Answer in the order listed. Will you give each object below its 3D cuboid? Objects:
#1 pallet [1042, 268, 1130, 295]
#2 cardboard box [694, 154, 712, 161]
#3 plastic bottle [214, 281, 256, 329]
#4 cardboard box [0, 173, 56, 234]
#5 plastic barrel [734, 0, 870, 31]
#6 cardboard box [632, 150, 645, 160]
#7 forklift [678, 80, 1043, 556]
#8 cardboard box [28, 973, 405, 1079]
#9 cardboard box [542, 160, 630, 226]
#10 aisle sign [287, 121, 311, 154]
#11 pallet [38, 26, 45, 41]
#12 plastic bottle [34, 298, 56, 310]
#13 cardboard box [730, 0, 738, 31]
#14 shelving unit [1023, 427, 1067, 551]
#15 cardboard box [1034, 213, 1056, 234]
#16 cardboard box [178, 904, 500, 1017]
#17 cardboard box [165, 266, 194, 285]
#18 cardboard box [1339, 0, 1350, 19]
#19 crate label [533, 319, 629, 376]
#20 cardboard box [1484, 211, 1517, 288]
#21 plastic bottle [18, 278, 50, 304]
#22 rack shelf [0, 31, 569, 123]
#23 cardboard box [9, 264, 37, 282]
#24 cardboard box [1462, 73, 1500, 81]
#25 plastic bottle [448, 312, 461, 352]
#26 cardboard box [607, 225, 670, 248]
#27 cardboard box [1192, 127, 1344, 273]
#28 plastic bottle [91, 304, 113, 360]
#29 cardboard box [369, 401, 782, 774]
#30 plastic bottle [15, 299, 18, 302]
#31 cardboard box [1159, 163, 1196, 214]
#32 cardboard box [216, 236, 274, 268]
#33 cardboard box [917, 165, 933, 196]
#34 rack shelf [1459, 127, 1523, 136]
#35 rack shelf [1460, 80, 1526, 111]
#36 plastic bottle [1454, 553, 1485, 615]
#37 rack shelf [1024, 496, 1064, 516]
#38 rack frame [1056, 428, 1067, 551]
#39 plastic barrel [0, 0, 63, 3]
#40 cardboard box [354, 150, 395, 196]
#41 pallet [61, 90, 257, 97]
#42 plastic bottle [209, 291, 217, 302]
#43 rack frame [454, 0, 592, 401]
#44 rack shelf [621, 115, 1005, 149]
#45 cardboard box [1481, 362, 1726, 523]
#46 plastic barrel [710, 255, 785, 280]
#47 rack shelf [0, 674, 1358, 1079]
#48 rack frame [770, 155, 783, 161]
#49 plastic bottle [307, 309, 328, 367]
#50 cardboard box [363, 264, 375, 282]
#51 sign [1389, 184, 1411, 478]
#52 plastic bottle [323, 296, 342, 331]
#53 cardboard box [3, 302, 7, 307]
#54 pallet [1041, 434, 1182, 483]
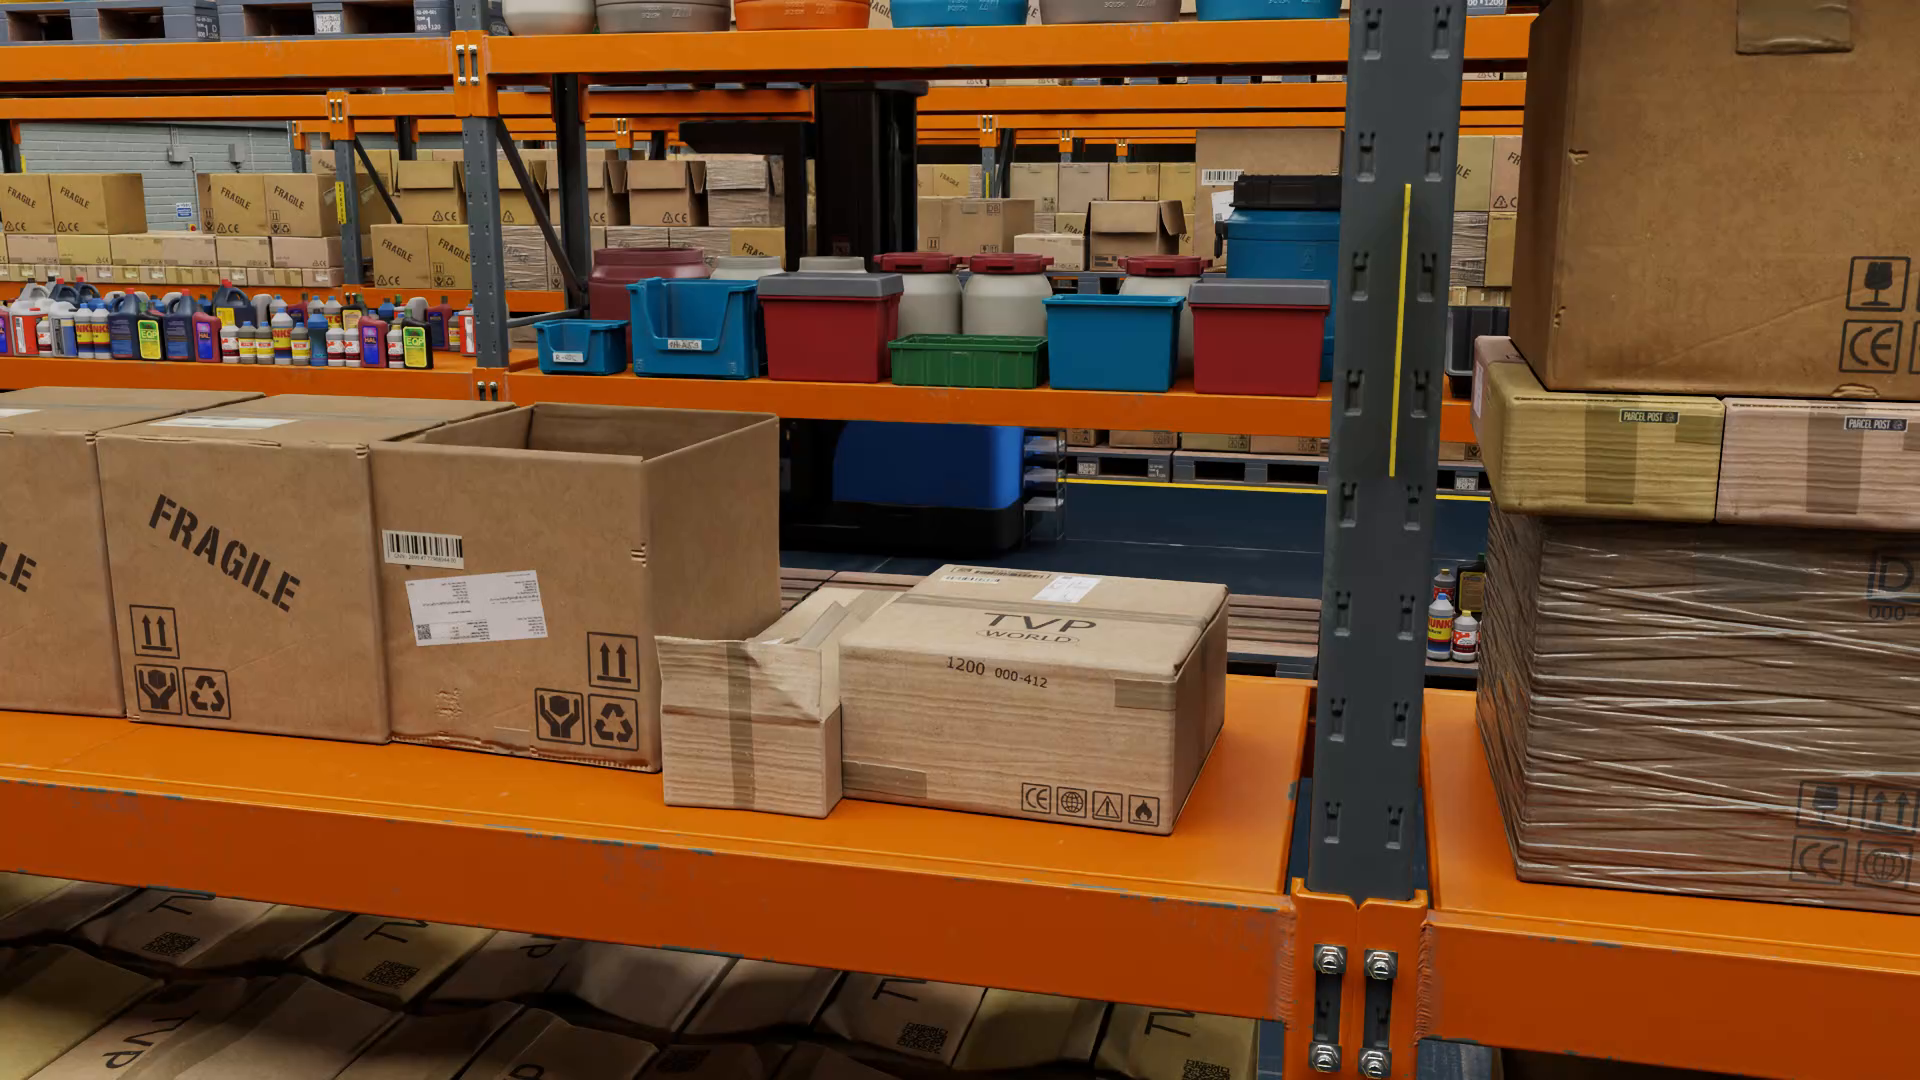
[{"bbox_3d":[1.047,-1.930,12.449,1.213,0.211,1.003,3,13,14],"label":"pallet"},{"bbox_3d":[-3.489,-5.272,23.036,0.250,0.149,0.380,3,13,13],"label":"cardboard box"},{"bbox_3d":[-3.821,-1.184,8.760,0.185,0.351,0.144,3,13,14],"label":"plastic bottle"},{"bbox_3d":[-7.765,-2.863,14.141,0.500,0.500,0.500,3,13,12],"label":"cardboard box"},{"bbox_3d":[-0.691,-2.628,7.235,0.708,0.830,0.600,3,13,14],"label":"plastic barrel"},{"bbox_3d":[-3.862,-4.120,18.651,0.500,0.500,0.500,3,13,15],"label":"cardboard box"},{"bbox_3d":[-1.052,-1.496,10.209,3.031,2.935,1.130,4,13,16],"label":"forklift"},{"bbox_3d":[-1.318,0.997,2.898,0.500,0.311,0.500,3,13,13],"label":"cardboard box"},{"bbox_3d":[-2.876,-2.765,13.225,0.637,0.503,0.797,3,13,15],"label":"cardboard box"},{"bbox_3d":[-7.508,-4.780,18.852,0.004,0.787,0.394,3,13,14],"label":"aisle sign"},{"bbox_3d":[-5.171,-2.636,8.698,1.003,0.211,1.213,3,13,14],"label":"pallet"},{"bbox_3d":[-4.662,-1.103,8.565,0.135,0.276,0.152,3,13,14],"label":"plastic bottle"},{"bbox_3d":[-1.494,-3.854,12.545,0.637,0.503,0.797,4,13,17],"label":"cardboard box"},{"bbox_3d":[0.510,-0.407,9.988,0.210,0.900,0.258,4,13,15],"label":"shelving unit"},{"bbox_3d":[0.773,-3.124,17.158,0.500,0.500,0.500,3,13,14],"label":"cardboard box"},{"bbox_3d":[-1.213,0.883,3.411,0.500,0.311,0.500,3,13,15],"label":"cardboard box"},{"bbox_3d":[-6.391,-2.216,13.876,0.250,0.149,0.380,3,13,13],"label":"cardboard box"},{"bbox_3d":[2.566,-3.675,11.739,0.637,0.503,0.797,2,13,11],"label":"cardboard box"},{"bbox_3d":[-1.752,-0.893,7.722,0.416,0.233,0.303,3,13,14],"label":"crate label"},{"bbox_3d":[3.898,-2.034,11.559,0.500,0.500,0.875,3,13,14],"label":"cardboard box"},{"bbox_3d":[-5.019,-1.250,9.057,0.185,0.351,0.144,3,13,14],"label":"plastic bottle"},{"bbox_3d":[-4.013,-2.293,8.379,4.000,0.370,1.077,3,13,14],"label":"rack shelf"},{"bbox_3d":[-7.888,-2.296,14.237,0.250,0.149,0.380,3,13,12],"label":"cardboard box"},{"bbox_3d":[3.374,-3.224,11.260,0.500,0.250,0.500,3,13,11],"label":"cardboard box"},{"bbox_3d":[-2.615,-1.086,8.663,0.097,0.201,0.097,0,13,0],"label":"plastic bottle"},{"bbox_3d":[-2.411,-2.193,12.963,0.500,0.500,0.500,3,13,12],"label":"cardboard box"},{"bbox_3d":[2.261,-2.478,12.125,1.000,1.000,1.000,3,13,14],"label":"cardboard box"},{"bbox_3d":[-4.272,-1.040,8.291,0.097,0.271,0.097,0,13,0],"label":"plastic bottle"},{"bbox_3d":[-0.632,0.054,2.836,0.500,0.500,0.500,4,13,18],"label":"cardboard box"},{"bbox_3d":[-5.140,-1.251,9.235,0.135,0.276,0.152,3,13,14],"label":"plastic bottle"},{"bbox_3d":[2.321,-3.588,16.942,0.500,0.500,0.700,3,13,13],"label":"cardboard box"},{"bbox_3d":[-5.763,-2.391,13.745,0.500,0.250,0.500,3,13,15],"label":"cardboard box"},{"bbox_3d":[-0.545,-4.790,22.359,0.500,0.500,0.500,3,13,13],"label":"cardboard box"},{"bbox_3d":[7.315,-5.003,20.595,4.000,0.370,1.077,3,13,14],"label":"rack shelf"},{"bbox_3d":[4.940,-2.919,11.202,4.000,0.370,1.077,3,13,14],"label":"rack shelf"},{"bbox_3d":[2.358,0.199,7.669,0.133,0.283,0.061,4,13,16],"label":"plastic bottle"},{"bbox_3d":[0.510,-0.198,10.035,0.200,0.077,0.258,4,13,15],"label":"rack shelf"},{"bbox_3d":[0.608,-0.400,9.961,0.006,0.900,0.240,4,13,15],"label":"rack frame"},{"bbox_3d":[-5.020,-3.040,8.681,0.600,0.588,0.600,0,13,0],"label":"plastic barrel"},{"bbox_3d":[-6.502,-4.149,18.781,0.500,0.500,0.500,3,13,15],"label":"cardboard box"},{"bbox_3d":[-6.741,-3.855,13.961,1.213,0.211,1.003,3,13,14],"label":"pallet"},{"bbox_3d":[-4.059,-1.207,9.020,0.133,0.283,0.061,3,13,14],"label":"plastic bottle"},{"bbox_3d":[-2.072,-1.076,8.158,0.127,3.000,1.000,3,13,14],"label":"rack frame"},{"bbox_3d":[-1.540,-4.372,17.751,4.000,0.370,1.077,3,13,14],"label":"rack shelf"},{"bbox_3d":[0.836,-0.138,2.201,0.250,0.149,0.380,3,13,13],"label":"cardboard box"},{"bbox_3d":[-1.022,-1.122,8.107,0.421,0.512,0.421,0,13,0],"label":"plastic barrel"},{"bbox_3d":[-1.320,0.421,3.074,4.000,0.370,1.077,3,13,14],"label":"rack shelf"},{"bbox_3d":[-2.394,-4.409,23.181,0.127,3.000,1.000,3,13,14],"label":"rack frame"},{"bbox_3d":[-3.087,-0.976,8.006,0.097,0.271,0.097,0,13,0],"label":"plastic bottle"},{"bbox_3d":[-4.976,-2.288,14.200,0.250,0.149,0.380,3,13,14],"label":"cardboard box"},{"bbox_3d":[0.501,-0.239,1.895,0.005,0.325,0.100,3,13,14],"label":"sign"},{"bbox_3d":[-3.323,-1.158,8.826,0.097,0.271,0.097,0,13,0],"label":"plastic bottle"},{"bbox_3d":[-8.011,-1.684,14.834,0.875,0.875,0.875,3,13,14],"label":"cardboard box"},{"bbox_3d":[1.054,-0.651,12.683,1.213,0.211,1.003,3,13,14],"label":"pallet"}]
